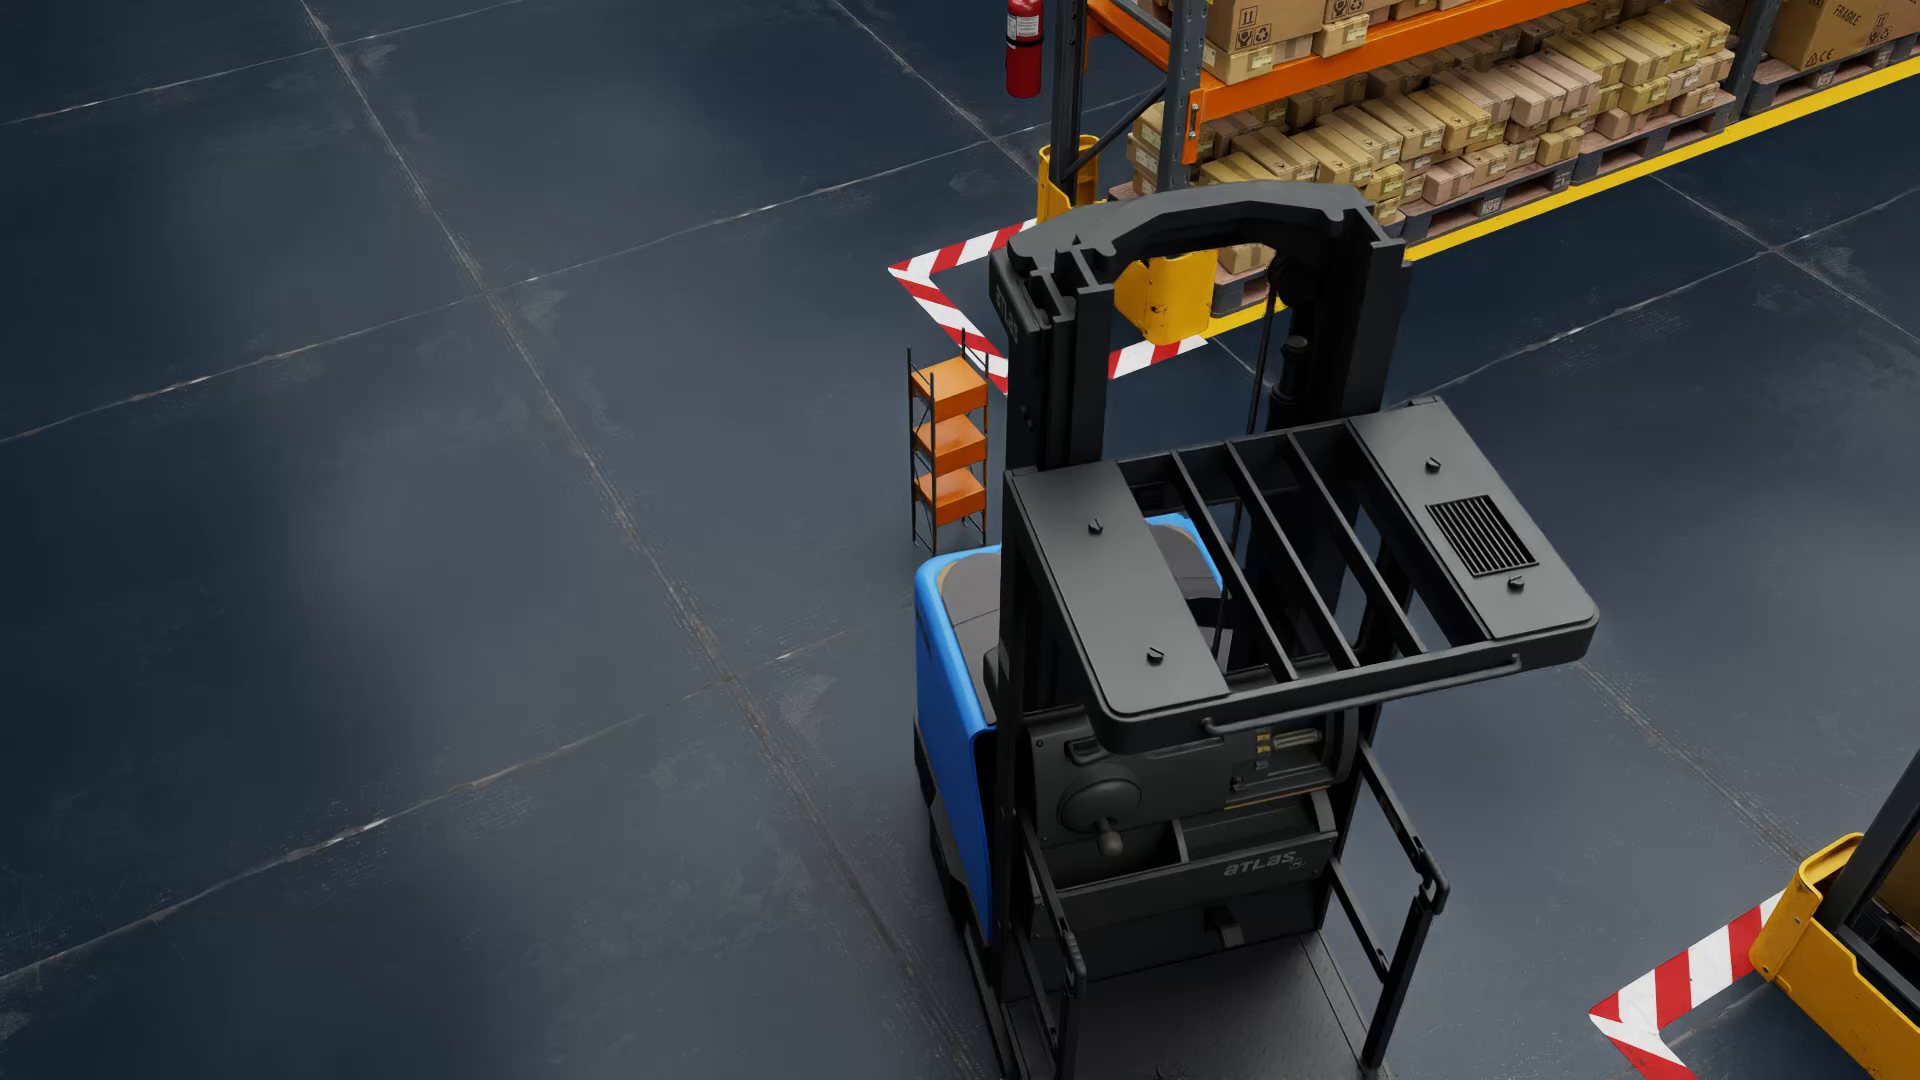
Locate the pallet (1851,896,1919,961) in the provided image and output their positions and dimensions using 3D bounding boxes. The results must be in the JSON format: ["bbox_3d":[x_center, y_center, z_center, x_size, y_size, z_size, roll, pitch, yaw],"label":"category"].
[{"bbox_3d":[3.794,1.308,5.680,1.213,0.211,1.003,-22,48,-21],"label":"pallet"}]

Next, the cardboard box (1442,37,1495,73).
[{"bbox_3d":[2.689,-2.668,9.093,0.250,0.149,0.380,-24,49,-23],"label":"cardboard box"}]

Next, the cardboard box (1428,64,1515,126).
[{"bbox_3d":[2.682,-2.330,8.745,0.250,0.149,0.380,-22,48,-21],"label":"cardboard box"}]

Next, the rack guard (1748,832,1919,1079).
[{"bbox_3d":[3.119,1.537,5.237,0.348,0.500,1.175,-22,48,-21],"label":"rack guard"}]

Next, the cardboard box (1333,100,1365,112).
[{"bbox_3d":[1.964,-2.357,8.986,0.250,0.149,0.380,-21,48,-20],"label":"cardboard box"}]

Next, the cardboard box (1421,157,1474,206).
[{"bbox_3d":[2.478,-1.948,8.778,0.250,0.149,0.380,-24,49,-23],"label":"cardboard box"}]

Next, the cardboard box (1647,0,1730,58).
[{"bbox_3d":[4.046,-2.847,9.277,0.250,0.149,0.380,-20,48,-20],"label":"cardboard box"}]

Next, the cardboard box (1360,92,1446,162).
[{"bbox_3d":[2.260,-2.121,8.530,0.250,0.149,0.380,-20,48,-19],"label":"cardboard box"}]

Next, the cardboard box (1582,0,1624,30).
[{"bbox_3d":[3.555,-3.073,9.511,0.250,0.149,0.380,-20,47,-19],"label":"cardboard box"}]

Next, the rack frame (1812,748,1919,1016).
[{"bbox_3d":[3.140,0.632,4.375,0.127,3.000,1.000,-22,48,-21],"label":"rack frame"}]

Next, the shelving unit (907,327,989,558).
[{"bbox_3d":[-0.046,-0.358,6.795,0.252,1.050,0.215,-22,48,-21],"label":"shelving unit"}]

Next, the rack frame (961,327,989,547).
[{"bbox_3d":[0.059,-0.401,6.838,0.008,1.050,0.200,-22,48,-21],"label":"rack frame"}]

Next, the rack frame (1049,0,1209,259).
[{"bbox_3d":[0.757,-2.398,7.497,0.127,3.000,1.000,-22,48,-21],"label":"rack frame"}]

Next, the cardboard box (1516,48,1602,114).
[{"bbox_3d":[3.179,-2.451,8.869,0.250,0.149,0.380,-24,49,-23],"label":"cardboard box"}]

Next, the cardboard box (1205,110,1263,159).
[{"bbox_3d":[1.336,-2.129,8.537,0.250,0.149,0.380,-21,48,-20],"label":"cardboard box"}]

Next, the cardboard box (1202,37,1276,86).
[{"bbox_3d":[1.201,-2.223,7.496,0.250,0.149,0.380,-22,48,-21],"label":"cardboard box"}]

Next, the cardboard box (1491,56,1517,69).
[{"bbox_3d":[2.897,-2.667,9.305,0.250,0.149,0.380,-20,47,-19],"label":"cardboard box"}]

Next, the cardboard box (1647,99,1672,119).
[{"bbox_3d":[3.788,-2.532,9.381,0.250,0.149,0.380,-21,48,-20],"label":"cardboard box"}]

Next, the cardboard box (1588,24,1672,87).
[{"bbox_3d":[3.632,-2.644,9.068,0.250,0.149,0.380,-22,48,-21],"label":"cardboard box"}]

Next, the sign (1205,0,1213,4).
[{"bbox_3d":[1.027,-2.382,6.858,0.005,0.325,0.100,-22,48,-21],"label":"sign"}]

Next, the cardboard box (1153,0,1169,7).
[{"bbox_3d":[1.018,-2.852,7.679,0.500,0.500,0.500,-21,48,-20],"label":"cardboard box"}]

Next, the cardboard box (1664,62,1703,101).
[{"bbox_3d":[3.882,-2.618,9.255,0.250,0.149,0.380,-24,49,-23],"label":"cardboard box"}]

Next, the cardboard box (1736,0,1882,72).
[{"bbox_3d":[4.998,-3.136,9.750,0.500,0.500,0.500,-20,48,-19],"label":"cardboard box"}]

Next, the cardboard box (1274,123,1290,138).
[{"bbox_3d":[1.522,-2.170,8.793,0.250,0.149,0.380,-24,49,-23],"label":"cardboard box"}]

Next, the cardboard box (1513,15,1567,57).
[{"bbox_3d":[3.145,-2.851,9.282,0.250,0.149,0.380,-23,49,-22],"label":"cardboard box"}]

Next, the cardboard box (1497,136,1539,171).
[{"bbox_3d":[2.897,-2.163,9.000,0.250,0.149,0.380,-21,48,-20],"label":"cardboard box"}]

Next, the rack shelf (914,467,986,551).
[{"bbox_3d":[-0.046,-0.151,6.996,0.240,0.259,0.215,-22,48,-21],"label":"rack shelf"}]

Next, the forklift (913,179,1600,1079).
[{"bbox_3d":[0.699,0.691,4.363,1.130,2.935,3.031,-10,45,-10],"label":"forklift"}]

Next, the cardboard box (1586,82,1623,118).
[{"bbox_3d":[3.392,-2.487,9.120,0.250,0.149,0.380,-21,48,-21],"label":"cardboard box"}]

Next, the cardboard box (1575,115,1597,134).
[{"bbox_3d":[3.302,-2.384,9.227,0.250,0.149,0.380,-23,49,-22],"label":"cardboard box"}]

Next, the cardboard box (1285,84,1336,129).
[{"bbox_3d":[1.753,-2.347,8.762,0.250,0.149,0.380,-24,49,-22],"label":"cardboard box"}]

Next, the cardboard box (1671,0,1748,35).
[{"bbox_3d":[4.741,-3.449,10.073,0.500,0.500,0.500,-23,49,-22],"label":"cardboard box"}]

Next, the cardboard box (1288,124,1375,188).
[{"bbox_3d":[1.841,-1.895,8.296,0.250,0.149,0.380,-22,48,-21],"label":"cardboard box"}]

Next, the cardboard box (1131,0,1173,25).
[{"bbox_3d":[0.898,-2.592,7.877,0.250,0.149,0.380,-22,48,-21],"label":"cardboard box"}]

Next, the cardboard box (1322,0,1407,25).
[{"bbox_3d":[1.735,-2.731,7.554,0.500,0.500,0.500,-22,48,-21],"label":"cardboard box"}]

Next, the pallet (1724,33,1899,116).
[{"bbox_3d":[4.899,-3.057,10.177,1.213,0.211,1.003,-22,48,-21],"label":"pallet"}]

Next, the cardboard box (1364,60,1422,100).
[{"bbox_3d":[2.242,-2.498,8.918,0.250,0.149,0.380,-23,49,-22],"label":"cardboard box"}]

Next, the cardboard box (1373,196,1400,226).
[{"bbox_3d":[2.045,-1.768,8.592,0.250,0.149,0.380,-21,48,-20],"label":"cardboard box"}]

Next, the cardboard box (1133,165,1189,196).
[{"bbox_3d":[1.109,-1.835,8.662,0.250,0.149,0.380,-21,48,-20],"label":"cardboard box"}]

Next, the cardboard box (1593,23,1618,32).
[{"bbox_3d":[3.576,-2.946,9.593,0.250,0.149,0.380,-21,48,-21],"label":"cardboard box"}]

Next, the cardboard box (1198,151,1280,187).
[{"bbox_3d":[1.380,-1.716,8.112,0.250,0.149,0.380,-24,49,-23],"label":"cardboard box"}]

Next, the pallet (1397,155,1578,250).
[{"bbox_3d":[2.601,-2.105,9.197,1.213,0.211,1.003,-22,48,-21],"label":"pallet"}]

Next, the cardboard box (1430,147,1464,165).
[{"bbox_3d":[2.446,-2.151,8.774,0.250,0.149,0.380,-19,47,-19],"label":"cardboard box"}]

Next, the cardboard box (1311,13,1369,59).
[{"bbox_3d":[1.661,-2.397,7.676,0.250,0.149,0.380,-23,49,-22],"label":"cardboard box"}]

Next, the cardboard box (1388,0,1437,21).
[{"bbox_3d":[2.065,-2.649,7.936,0.250,0.149,0.380,-22,48,-21],"label":"cardboard box"}]

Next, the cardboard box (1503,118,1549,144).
[{"bbox_3d":[2.938,-2.306,8.933,0.250,0.149,0.380,-24,49,-23],"label":"cardboard box"}]

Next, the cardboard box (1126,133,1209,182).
[{"bbox_3d":[1.072,-1.988,8.606,0.250,0.149,0.380,-23,49,-22],"label":"cardboard box"}]

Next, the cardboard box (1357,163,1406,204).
[{"bbox_3d":[2.049,-1.882,8.497,0.250,0.149,0.380,-20,48,-20],"label":"cardboard box"}]
